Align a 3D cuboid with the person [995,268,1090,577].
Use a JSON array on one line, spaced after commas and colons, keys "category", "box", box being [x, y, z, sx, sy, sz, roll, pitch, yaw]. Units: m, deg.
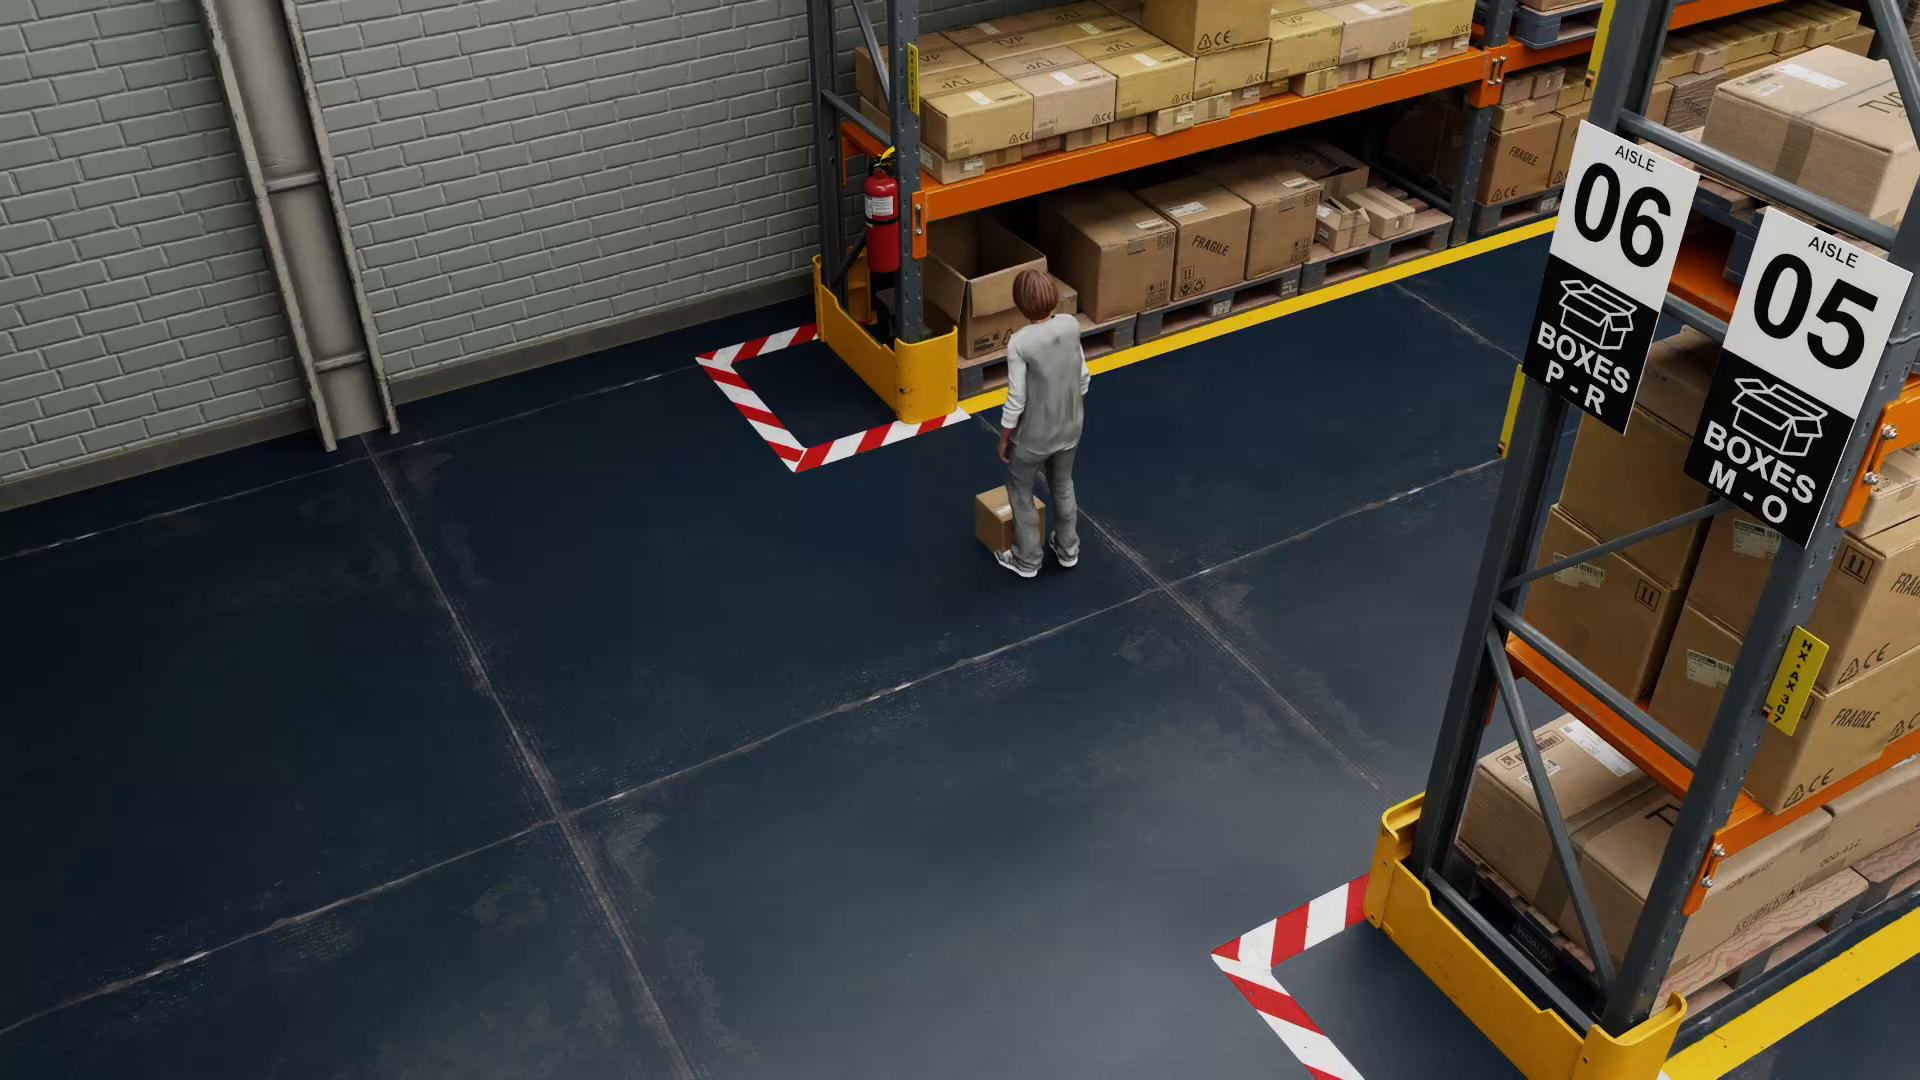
[{"category": "person", "box": [0.369, -0.508, 7.601, 0.477, 1.592, 0.377, -22, 42, -26]}]
